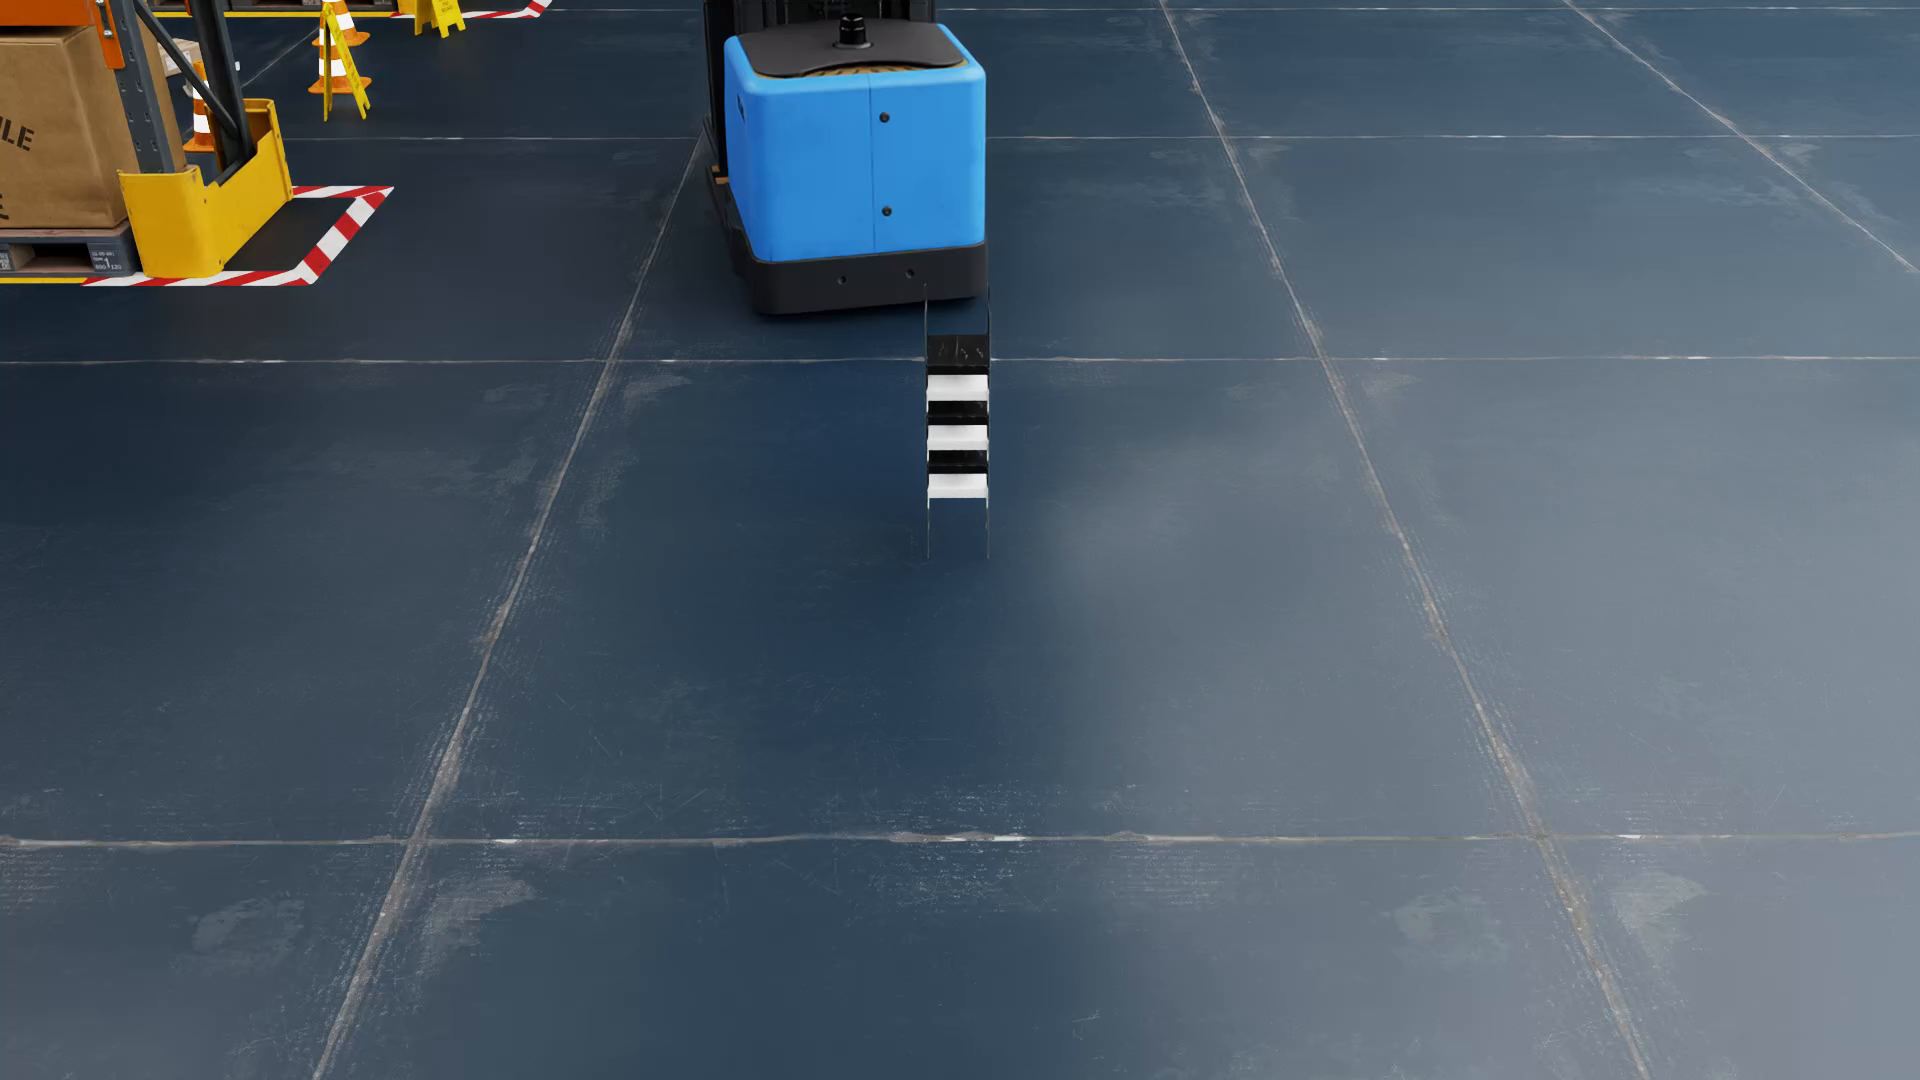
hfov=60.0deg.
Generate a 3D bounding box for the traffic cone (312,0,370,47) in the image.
[{"bbox_3d":[-4.237,-3.619,11.269,0.334,0.463,0.336,0,31,0],"label":"traffic cone"}]

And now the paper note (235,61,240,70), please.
[{"bbox_3d":[-4.748,-3.069,10.780,0.142,0.019,0.148,-11,33,-17],"label":"paper note"}]

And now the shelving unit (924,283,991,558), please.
[{"bbox_3d":[-0.008,-0.385,5.517,0.210,0.900,0.258,0,31,0],"label":"shelving unit"}]

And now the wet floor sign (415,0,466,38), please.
[{"bbox_3d":[-3.619,-3.813,11.413,0.232,0.644,0.267,10,33,17],"label":"wet floor sign"}]

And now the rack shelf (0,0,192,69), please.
[{"bbox_3d":[-5.684,-2.493,7.661,4.000,0.370,1.077,0,31,0],"label":"rack shelf"}]

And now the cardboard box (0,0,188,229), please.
[{"bbox_3d":[-4.362,-2.042,7.867,0.875,0.875,0.875,0,31,0],"label":"cardboard box"}]

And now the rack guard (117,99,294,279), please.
[{"bbox_3d":[-3.660,-1.738,8.133,0.348,0.500,1.175,0,31,0],"label":"rack guard"}]

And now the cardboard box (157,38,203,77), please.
[{"bbox_3d":[-5.113,-3.104,10.722,0.250,0.149,0.380,16,35,25],"label":"cardboard box"}]

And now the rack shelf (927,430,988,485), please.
[{"bbox_3d":[-0.008,-0.279,5.581,0.200,0.077,0.258,0,31,0],"label":"rack shelf"}]

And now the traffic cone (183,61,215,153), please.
[{"bbox_3d":[-4.224,-2.457,9.354,0.334,0.463,0.336,0,31,0],"label":"traffic cone"}]

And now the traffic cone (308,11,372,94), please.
[{"bbox_3d":[-3.891,-3.045,10.322,0.334,0.463,0.336,0,31,0],"label":"traffic cone"}]

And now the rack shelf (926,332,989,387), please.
[{"bbox_3d":[-0.008,-0.587,5.394,0.200,0.077,0.258,0,31,0],"label":"rack shelf"}]

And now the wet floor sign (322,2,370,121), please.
[{"bbox_3d":[-3.667,-2.828,9.788,0.232,0.644,0.267,-5,32,-9],"label":"wet floor sign"}]

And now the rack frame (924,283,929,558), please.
[{"bbox_3d":[-0.110,-0.384,5.516,0.006,0.900,0.240,0,31,0],"label":"rack frame"}]

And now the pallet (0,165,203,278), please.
[{"bbox_3d":[-4.483,-1.572,8.137,1.213,0.211,1.003,0,31,0],"label":"pallet"}]

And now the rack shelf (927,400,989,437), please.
[{"bbox_3d":[-0.008,-0.433,5.487,0.200,0.077,0.258,0,31,0],"label":"rack shelf"}]

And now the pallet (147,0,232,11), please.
[{"bbox_3d":[-5.921,-4.195,12.461,1.213,0.211,1.003,0,31,0],"label":"pallet"}]

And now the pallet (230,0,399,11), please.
[{"bbox_3d":[-4.704,-4.198,12.465,1.213,0.211,1.003,0,31,0],"label":"pallet"}]

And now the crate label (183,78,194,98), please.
[{"bbox_3d":[-4.676,-2.871,10.349,0.298,0.136,0.250,-17,35,-26],"label":"crate label"}]

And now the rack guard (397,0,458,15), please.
[{"bbox_3d":[-3.891,-4.305,12.364,0.348,0.500,1.175,0,31,0],"label":"rack guard"}]

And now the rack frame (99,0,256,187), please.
[{"bbox_3d":[-3.684,-2.807,7.485,0.127,3.000,1.000,0,31,0],"label":"rack frame"}]

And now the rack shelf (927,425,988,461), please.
[{"bbox_3d":[-0.008,-0.356,5.534,0.200,0.077,0.258,0,31,0],"label":"rack shelf"}]

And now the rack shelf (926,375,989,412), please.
[{"bbox_3d":[-0.008,-0.510,5.440,0.200,0.077,0.258,0,31,0],"label":"rack shelf"}]

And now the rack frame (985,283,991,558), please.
[{"bbox_3d":[0.094,-0.385,5.517,0.006,0.900,0.240,0,31,0],"label":"rack frame"}]

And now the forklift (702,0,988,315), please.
[{"bbox_3d":[-0.711,-2.985,7.844,1.130,2.935,3.031,-7,32,-11],"label":"forklift"}]

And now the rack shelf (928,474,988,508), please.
[{"bbox_3d":[-0.008,-0.202,5.627,0.200,0.077,0.258,0,31,0],"label":"rack shelf"}]
